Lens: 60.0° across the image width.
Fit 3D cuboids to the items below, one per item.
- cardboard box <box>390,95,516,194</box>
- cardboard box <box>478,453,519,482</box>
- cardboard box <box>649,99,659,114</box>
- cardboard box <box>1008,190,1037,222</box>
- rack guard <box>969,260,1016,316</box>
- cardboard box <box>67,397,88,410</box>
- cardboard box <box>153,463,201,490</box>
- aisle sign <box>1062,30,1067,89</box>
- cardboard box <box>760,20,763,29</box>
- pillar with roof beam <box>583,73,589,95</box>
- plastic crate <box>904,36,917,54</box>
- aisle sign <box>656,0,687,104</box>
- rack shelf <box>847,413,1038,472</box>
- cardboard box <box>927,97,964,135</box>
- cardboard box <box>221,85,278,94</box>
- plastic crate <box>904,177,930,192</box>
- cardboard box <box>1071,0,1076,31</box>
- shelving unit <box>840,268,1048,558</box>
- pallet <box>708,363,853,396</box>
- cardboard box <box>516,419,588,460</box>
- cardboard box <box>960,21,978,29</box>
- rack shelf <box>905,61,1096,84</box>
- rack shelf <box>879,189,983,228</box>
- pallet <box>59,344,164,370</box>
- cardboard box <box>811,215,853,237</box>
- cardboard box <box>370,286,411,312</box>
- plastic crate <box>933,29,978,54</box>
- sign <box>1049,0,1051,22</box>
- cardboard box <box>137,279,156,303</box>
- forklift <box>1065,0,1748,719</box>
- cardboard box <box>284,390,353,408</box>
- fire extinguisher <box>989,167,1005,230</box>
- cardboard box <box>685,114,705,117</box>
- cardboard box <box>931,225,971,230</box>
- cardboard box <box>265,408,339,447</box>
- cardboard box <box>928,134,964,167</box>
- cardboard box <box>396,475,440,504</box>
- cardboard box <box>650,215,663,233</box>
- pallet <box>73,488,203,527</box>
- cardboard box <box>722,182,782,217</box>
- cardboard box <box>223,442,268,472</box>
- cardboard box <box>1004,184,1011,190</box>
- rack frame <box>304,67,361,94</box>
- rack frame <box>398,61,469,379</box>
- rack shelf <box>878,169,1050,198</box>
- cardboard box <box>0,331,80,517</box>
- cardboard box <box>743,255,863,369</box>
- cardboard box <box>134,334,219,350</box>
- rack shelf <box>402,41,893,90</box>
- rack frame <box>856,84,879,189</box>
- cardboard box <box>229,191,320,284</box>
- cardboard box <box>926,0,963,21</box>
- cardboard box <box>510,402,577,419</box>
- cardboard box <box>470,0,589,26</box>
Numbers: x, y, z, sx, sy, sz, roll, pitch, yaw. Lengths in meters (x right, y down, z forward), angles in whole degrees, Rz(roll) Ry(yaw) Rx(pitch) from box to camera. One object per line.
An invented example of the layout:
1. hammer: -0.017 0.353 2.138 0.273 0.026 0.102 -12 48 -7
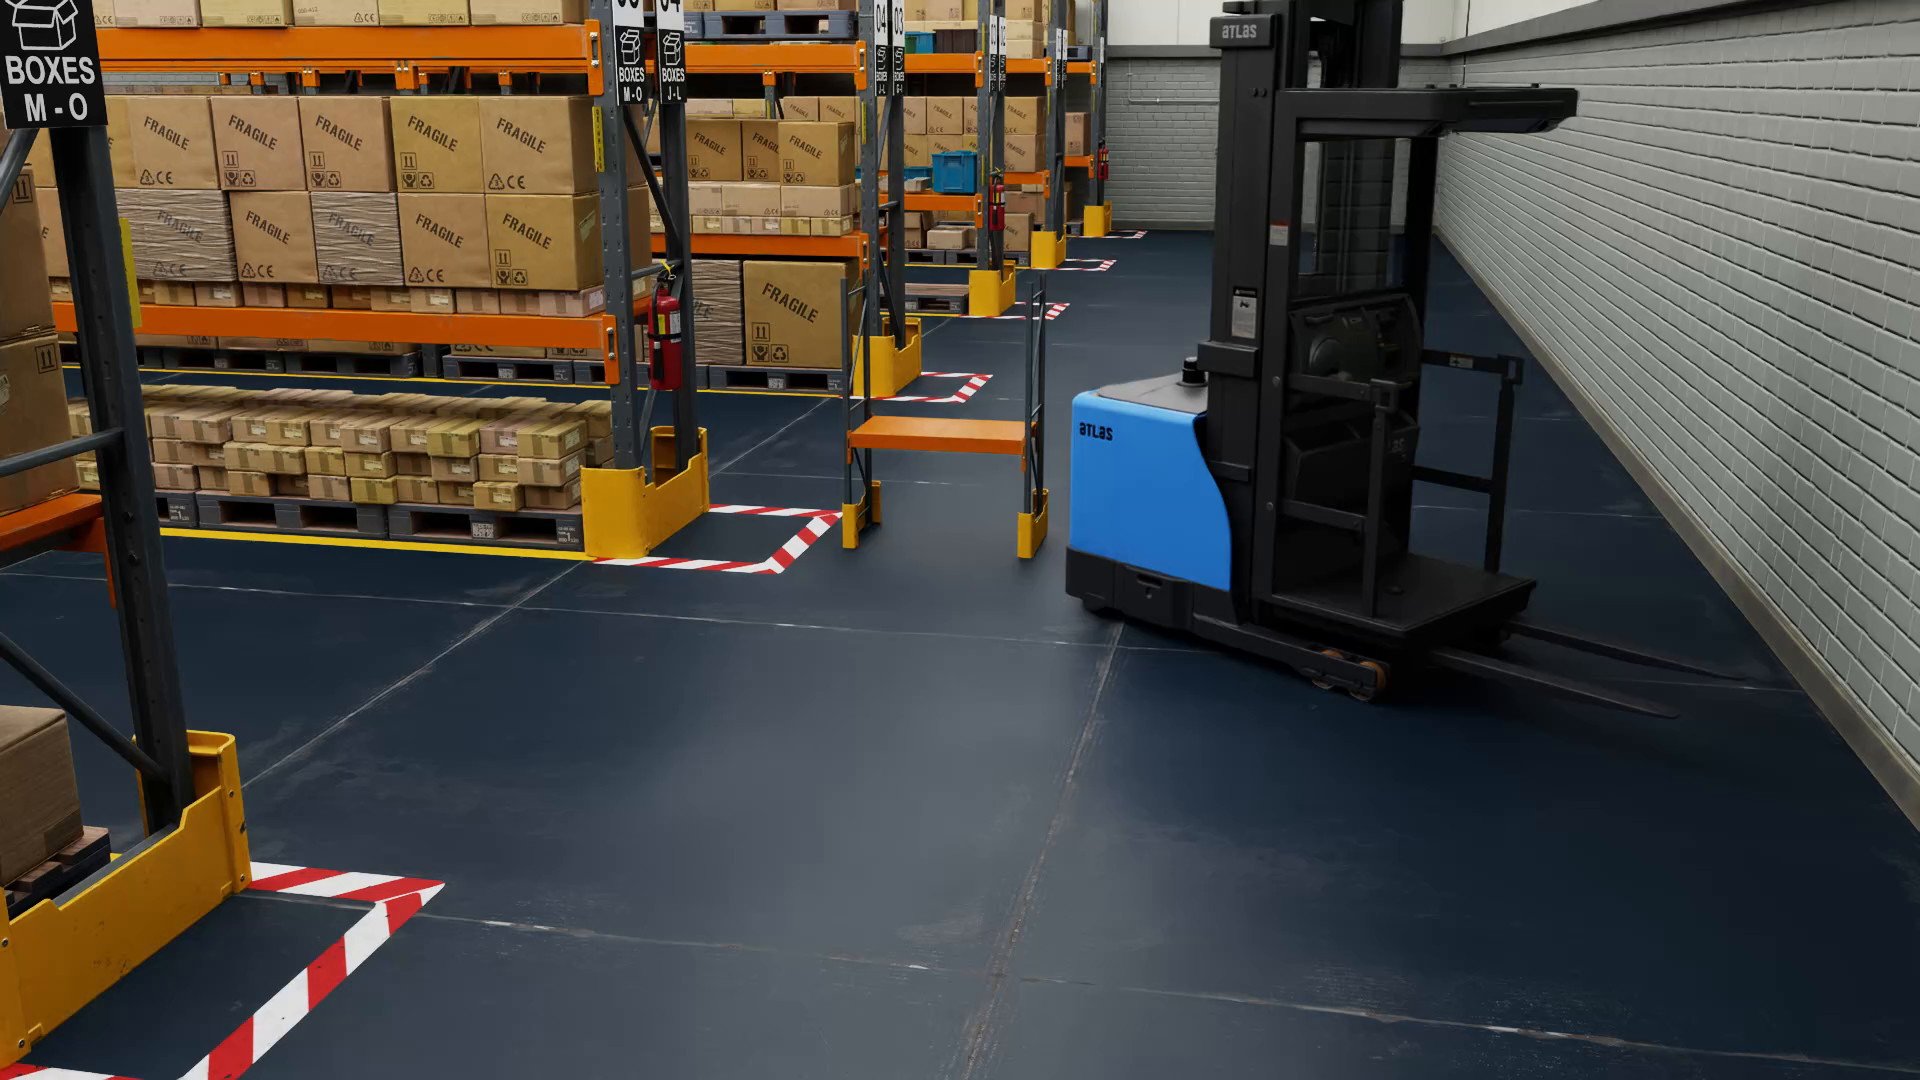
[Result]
1. cardboard box: -2.722 -2.153 9.029 0.500 0.500 0.500 3 16 9
2. cardboard box: -2.547 -0.447 9.483 0.250 0.149 0.380 3 16 10
3. cardboard box: -5.097 -7.568 29.008 0.500 0.250 0.500 3 16 12
4. cardboard box: 1.125 -5.709 28.377 0.500 0.500 0.700 3 16 11
5. rack guard: 0.373 -2.879 18.949 0.348 0.500 1.175 3 16 11
6. cardboard box: -5.351 -0.749 10.017 0.250 0.149 0.380 4 16 13
7. cardboard box: -4.581 -0.417 9.933 0.250 0.149 0.380 3 16 10
8. aisle sign: 1.463 -6.703 23.202 0.004 0.787 0.394 3 16 11
9. cardboard box: -3.061 -7.380 23.736 0.600 0.600 0.600 2 16 6
10. pillar with roof beam: -7.478 -9.159 25.700 0.400 9.000 9.100 3 16 11
11. plastic crate: -0.676 -5.403 18.155 0.336 0.188 0.450 3 16 11
12. aisle sign: -1.596 -2.821 9.187 0.004 0.787 0.394 3 16 11
13. rack shelf: -0.084 -0.554 9.356 1.000 0.185 0.538 3 16 11
14. cardboard box: -0.157 -5.912 23.155 0.500 0.500 0.500 4 16 13
15. cardboard box: -10.858 -6.711 25.482 0.500 0.500 0.700 3 16 11
16. plastic crate: -0.488 -3.979 18.620 0.243 0.136 0.396 3 16 11
17. cardboard box: 1.654 -8.760 27.782 0.500 0.500 0.500 2 16 9
18. shelving unit: -0.075 -0.727 9.306 1.083 1.500 0.587 3 16 11
19. pallet: -1.439 -1.464 14.382 1.213 0.211 1.003 3 16 11
20. cardboard box: -2.297 -0.571 9.373 0.250 0.149 0.380 3 16 12
21. cardboard box: 0.293 -6.978 22.791 0.500 0.250 0.500 3 16 11
22. rack shelf: 0.361 -7.878 28.043 4.000 0.370 1.077 3 16 11
23. rack shelf: -1.613 -3.841 19.088 4.000 0.370 1.077 3 16 11
24. pallet: -7.722 -1.806 15.616 1.213 0.211 1.003 3 16 11
25. cardboard box: -1.055 -2.598 13.721 0.250 0.149 0.380 3 16 12
26. cardboard box: -3.095 -1.378 9.317 0.250 0.149 0.380 2 16 9
27. plastic crate: 0.025 -5.557 18.562 0.590 0.269 0.497 3 16 11
28. sign: 1.207 -7.105 22.246 0.005 0.325 0.100 3 16 11
29. cardboard box: -4.630 -1.474 9.665 0.250 0.149 0.380 2 16 9
30. forklift: 1.896 -0.886 7.200 1.130 2.935 3.031 -14 21 -41
31. cardboard box: -3.954 -0.821 10.275 0.250 0.149 0.380 3 16 9
32. fire extinguisher: 0.404 -3.738 18.209 0.183 0.674 0.296 3 16 11
33. cardboard box: -4.582 -7.177 29.000 0.500 0.500 0.500 4 16 13
34. cardboard box: -0.119 -4.420 24.157 0.500 0.250 0.500 3 16 11
35. cardboard box: -3.825 -0.659 9.692 0.250 0.149 0.380 3 16 11
36. cardboard box: -0.152 -5.433 23.297 0.500 0.500 0.500 3 16 12
37. cardboard box: -3.043 -0.329 9.615 0.250 0.149 0.380 3 16 12
38. cardboard box: -2.553 -2.679 14.015 0.250 0.149 0.380 3 16 12
39. pallet: -4.982 -0.336 10.310 1.213 0.211 1.003 3 16 11
40. cardboard box: -1.665 -2.840 13.851 0.500 0.250 0.500 3 16 10
41. cardboard box: -4.081 -0.516 9.732 0.250 0.149 0.380 3 16 11
42. cardboard box: 0.786 -6.094 28.553 0.250 0.149 0.380 3 16 12
43. rack frame: -7.493 -4.507 20.144 0.127 3.000 1.000 3 16 11
44. rack frame: -4.560 -2.999 14.698 0.127 3.000 1.000 3 16 11
45. rack shelf: -0.622 -5.137 23.765 4.000 0.370 1.077 3 16 11
46. cardboard box: -3.028 -0.342 4.921 0.500 0.500 0.500 3 16 11
47. cardboard box: -1.283 -1.977 14.205 0.875 0.875 0.875 3 16 11
48. cardboard box: -6.936 -2.298 15.363 0.875 0.875 1.225 3 16 11
49. rack shelf: -2.600 -3.991 14.010 4.000 0.370 1.077 3 16 11
50. rack frame: -1.599 -6.886 28.732 0.127 3.000 1.000 3 16 11
51. cardboard box: -3.708 -1.724 9.353 0.500 0.500 0.500 4 16 14
52. cardboard box: -0.153 -7.423 22.991 0.500 0.500 0.700 3 16 11
53. cardboard box: -2.467 -0.709 9.871 0.250 0.149 0.380 3 16 12
54. cardboard box: -2.226 -2.822 8.722 0.500 0.250 0.500 3 16 10
